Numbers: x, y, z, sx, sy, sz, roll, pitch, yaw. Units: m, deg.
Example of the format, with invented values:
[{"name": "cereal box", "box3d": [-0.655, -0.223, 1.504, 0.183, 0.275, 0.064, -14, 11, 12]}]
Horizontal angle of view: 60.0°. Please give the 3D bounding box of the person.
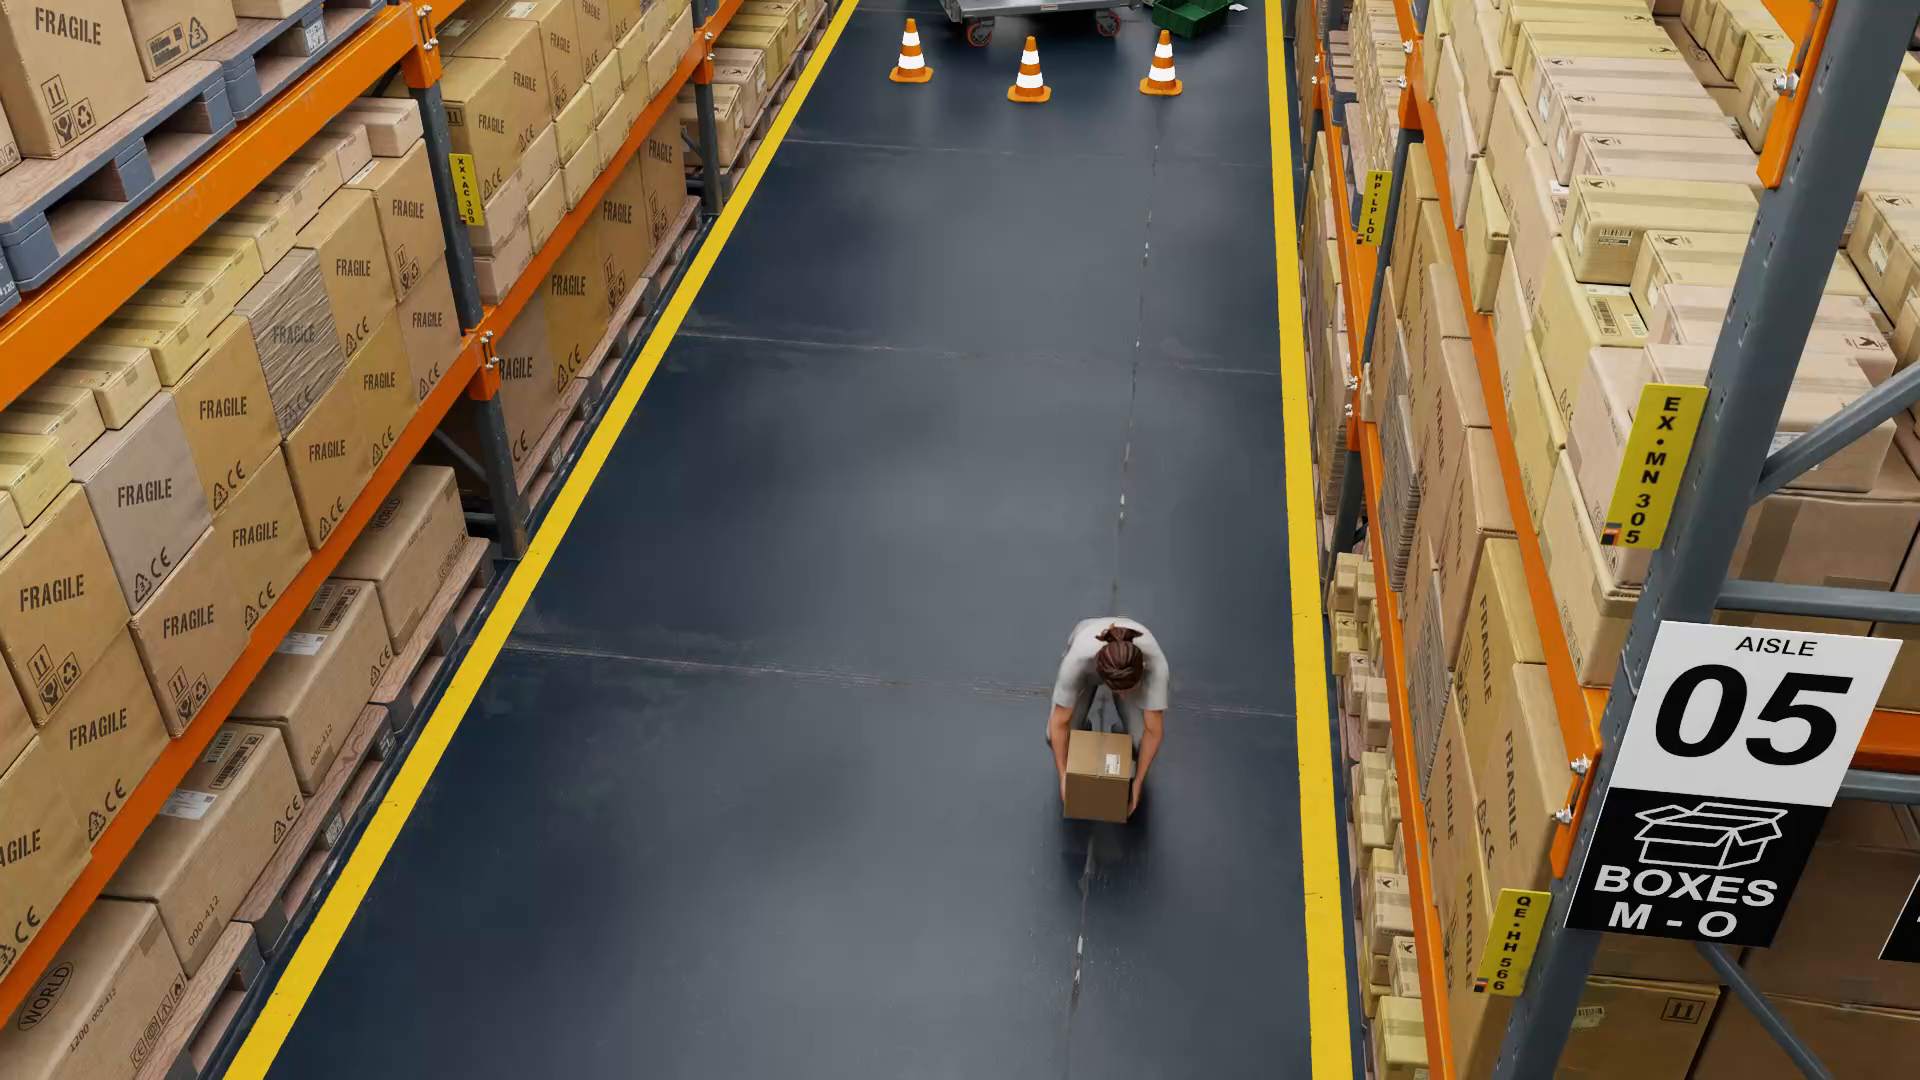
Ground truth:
[{"name": "person", "box3d": [0.607, 0.635, 6.805, 0.488, 0.935, 0.803, 4, 36, 6]}]
